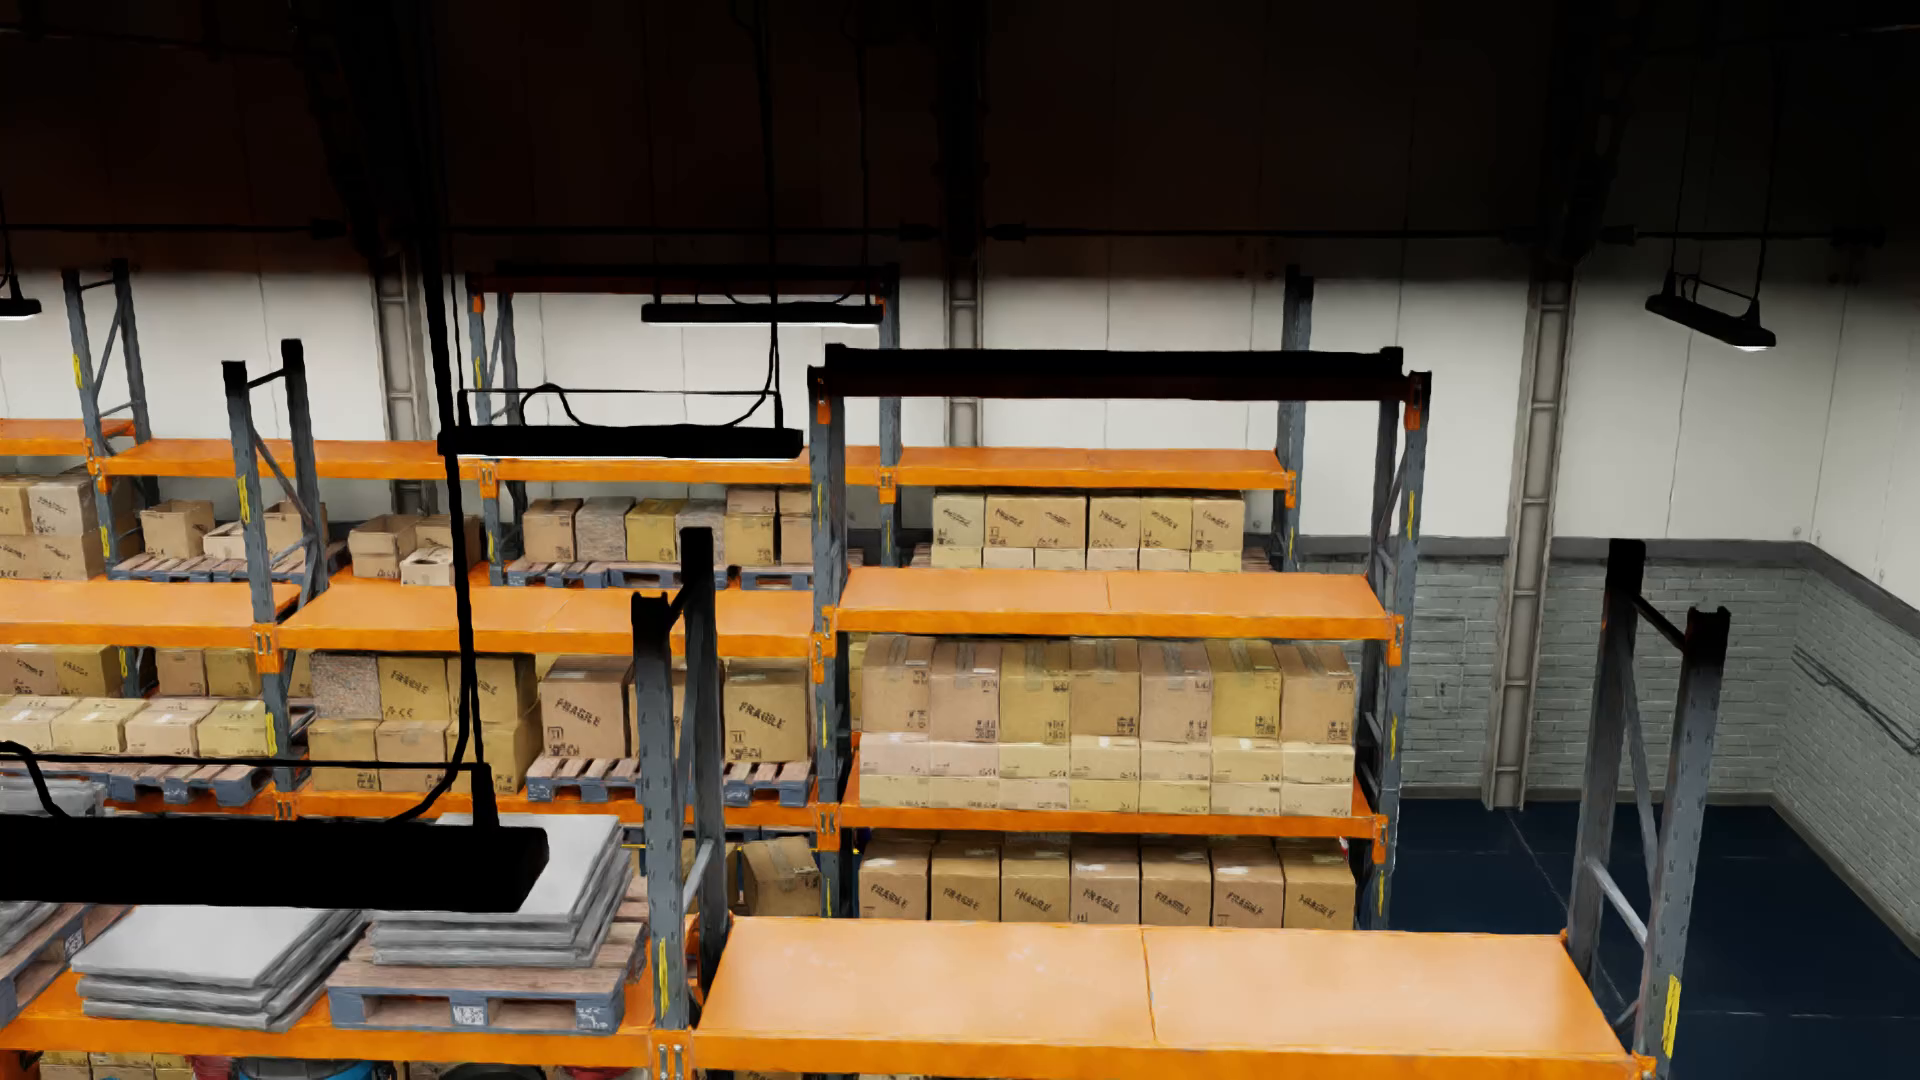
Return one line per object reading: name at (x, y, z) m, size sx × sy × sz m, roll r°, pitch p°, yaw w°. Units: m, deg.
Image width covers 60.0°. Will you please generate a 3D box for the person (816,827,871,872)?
person at (-1.161, 2.734, 16.333) m, size 1.091 × 1.565 × 0.481 m, roll 0°, pitch 16°, yaw 0°
